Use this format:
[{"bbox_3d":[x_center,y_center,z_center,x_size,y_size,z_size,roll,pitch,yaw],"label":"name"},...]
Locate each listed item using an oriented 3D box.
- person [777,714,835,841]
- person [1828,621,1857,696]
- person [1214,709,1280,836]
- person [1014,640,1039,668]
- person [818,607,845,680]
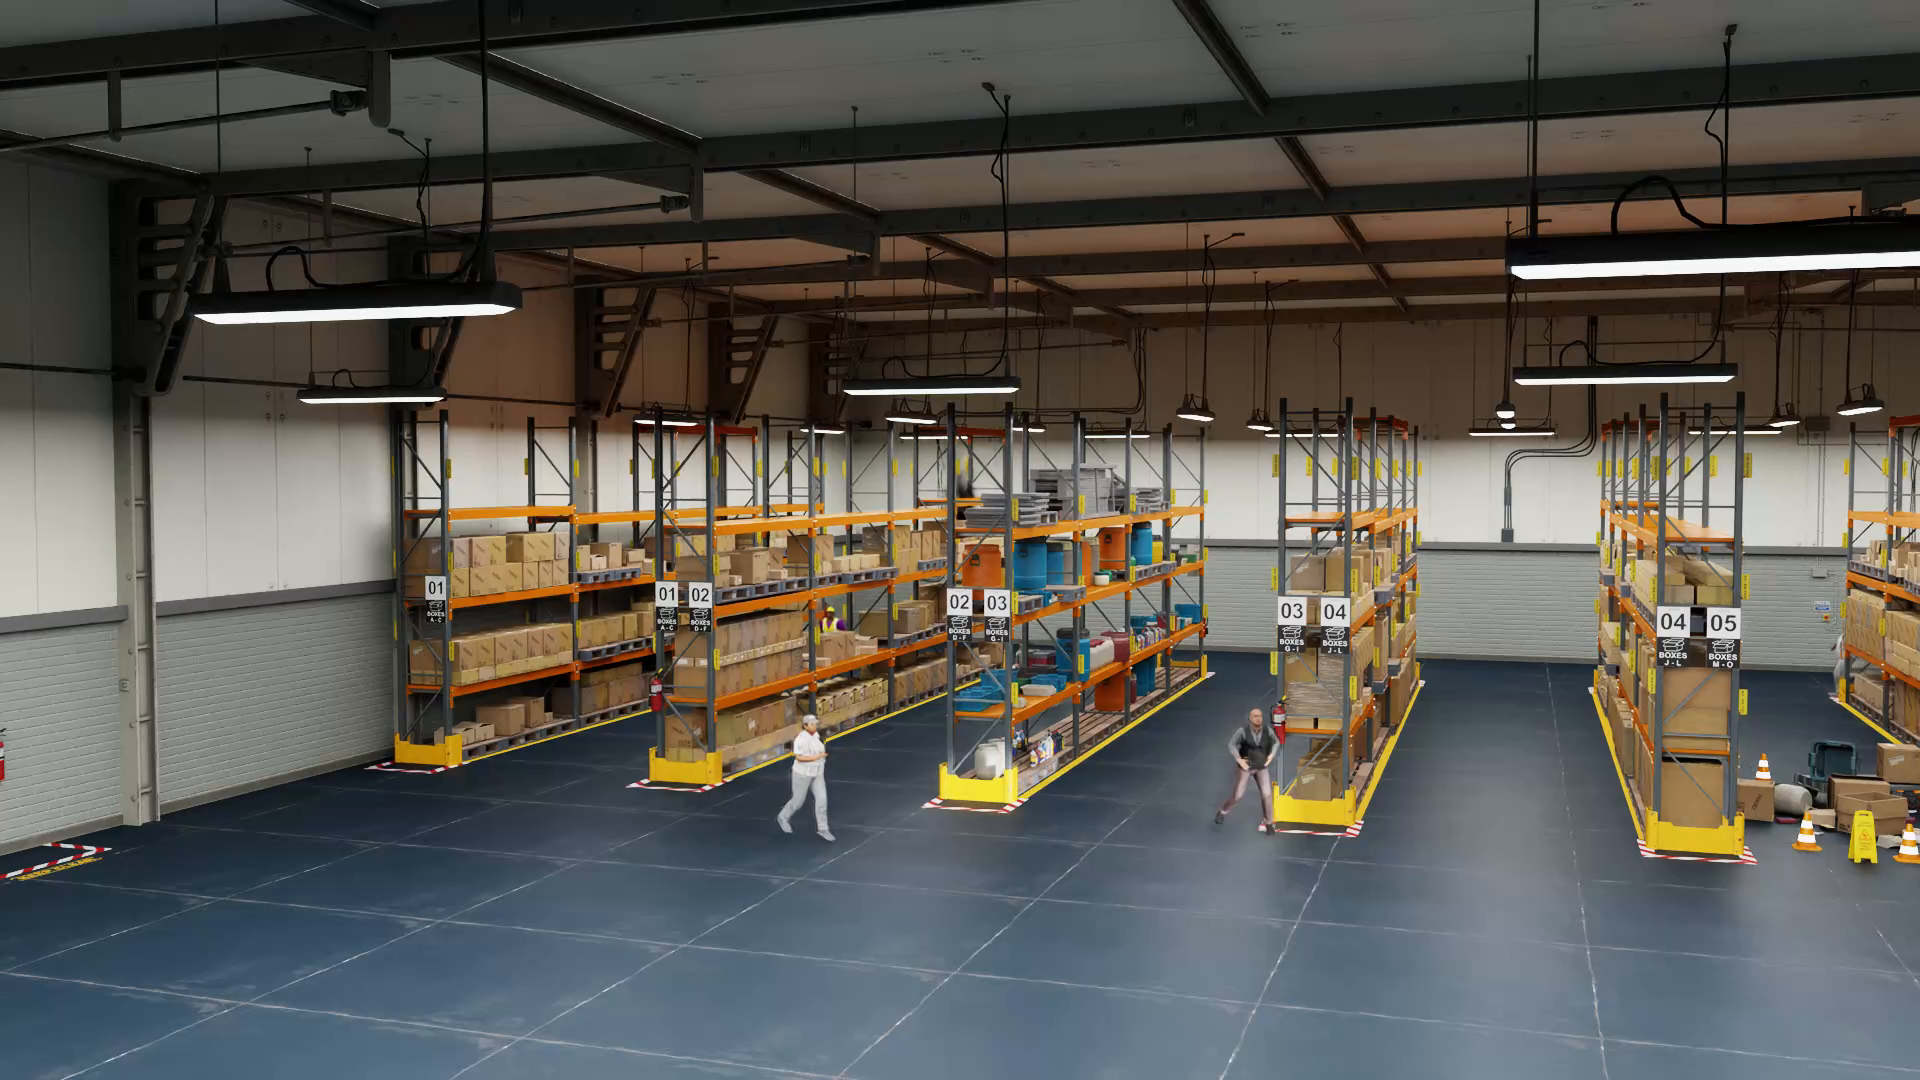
[{"bbox_3d":[-2.066,3.186,22.461,0.915,1.662,0.598,2,3,37],"label":"person"},{"bbox_3d":[19.484,2.564,36.485,0.782,1.740,0.674,1,3,14],"label":"person"},{"bbox_3d":[4.009,3.187,22.990,0.888,1.721,0.721,0,2,-6],"label":"person"},{"bbox_3d":[1.460,2.792,33.759,0.603,1.614,0.957,1,3,29],"label":"person"},{"bbox_3d":[-3.081,2.451,39.596,0.701,1.732,0.680,0,2,11],"label":"person"}]
